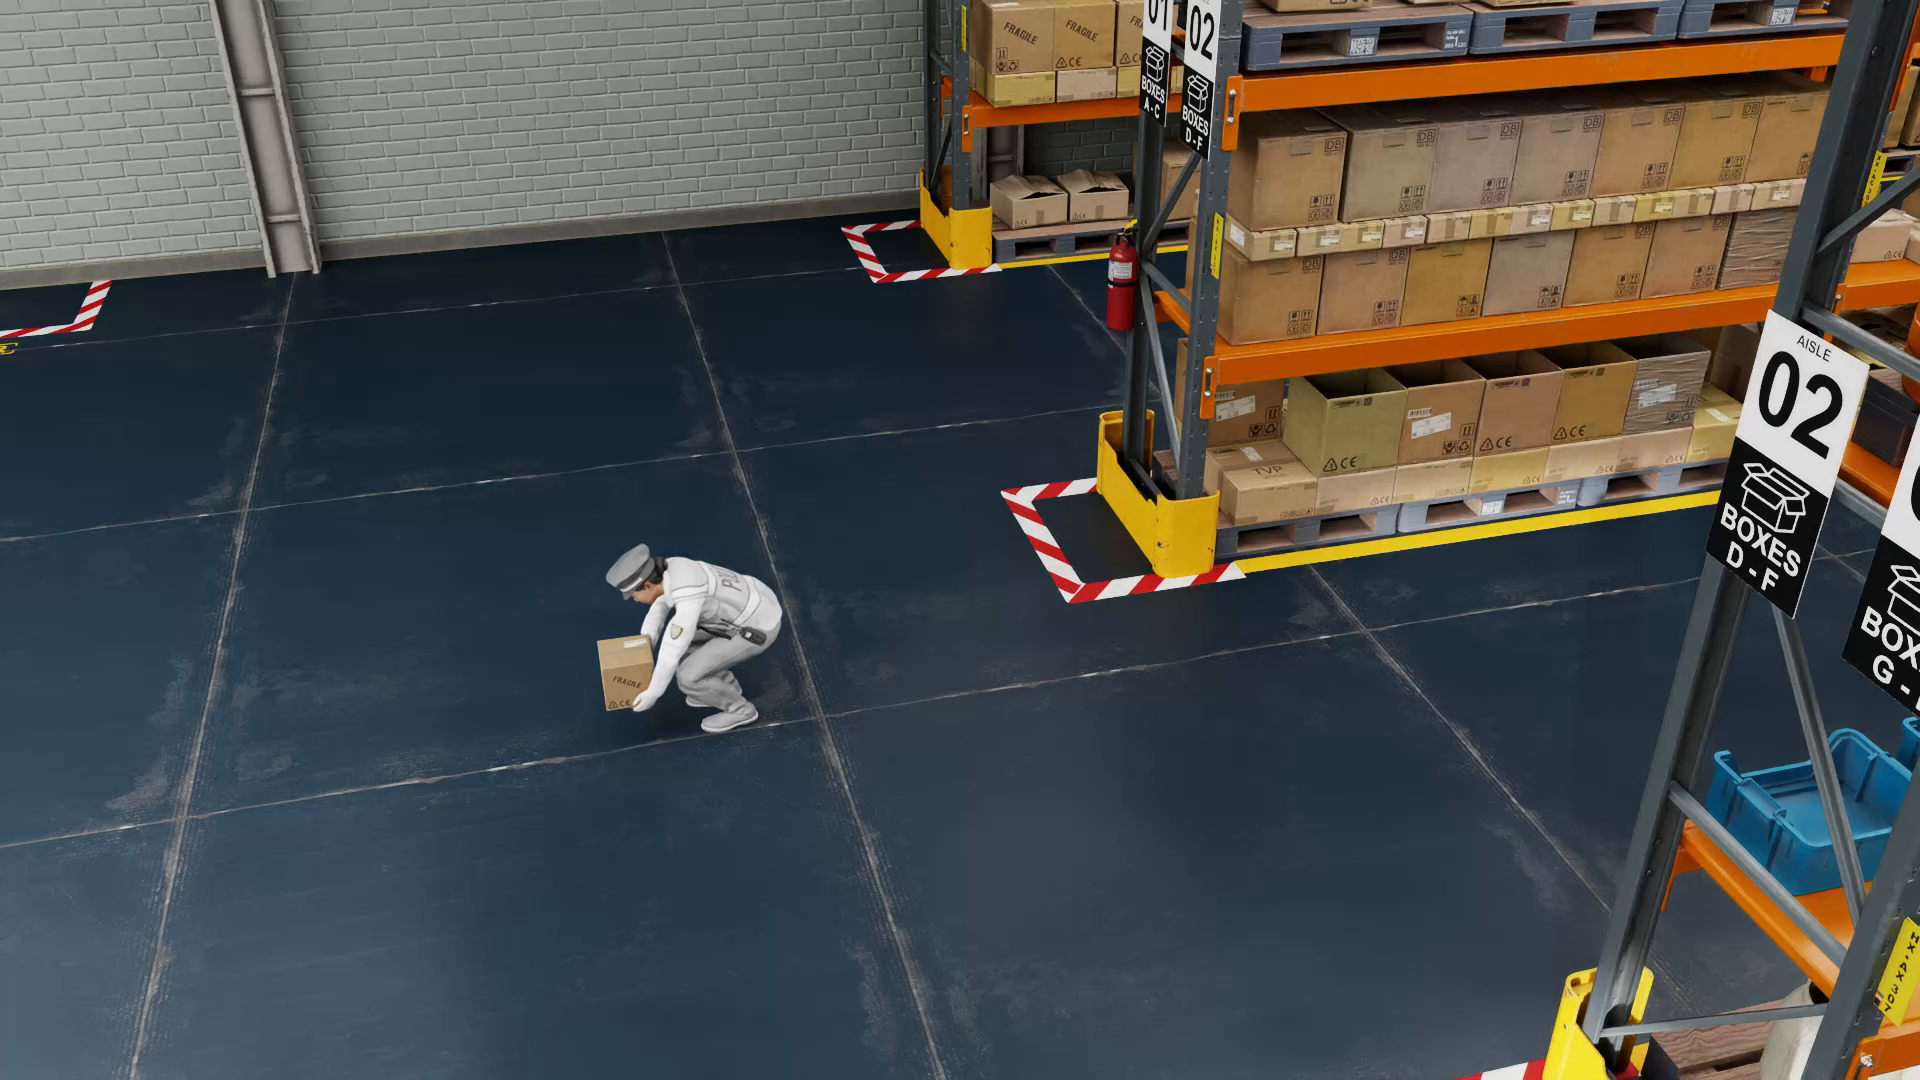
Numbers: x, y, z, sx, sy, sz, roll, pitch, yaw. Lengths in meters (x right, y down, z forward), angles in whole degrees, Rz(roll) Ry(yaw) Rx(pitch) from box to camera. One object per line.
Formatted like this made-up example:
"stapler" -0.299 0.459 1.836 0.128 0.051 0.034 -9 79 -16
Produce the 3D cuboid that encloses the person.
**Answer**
"person" -1.271 0.451 8.091 0.819 1.036 0.497 -8 31 -13
